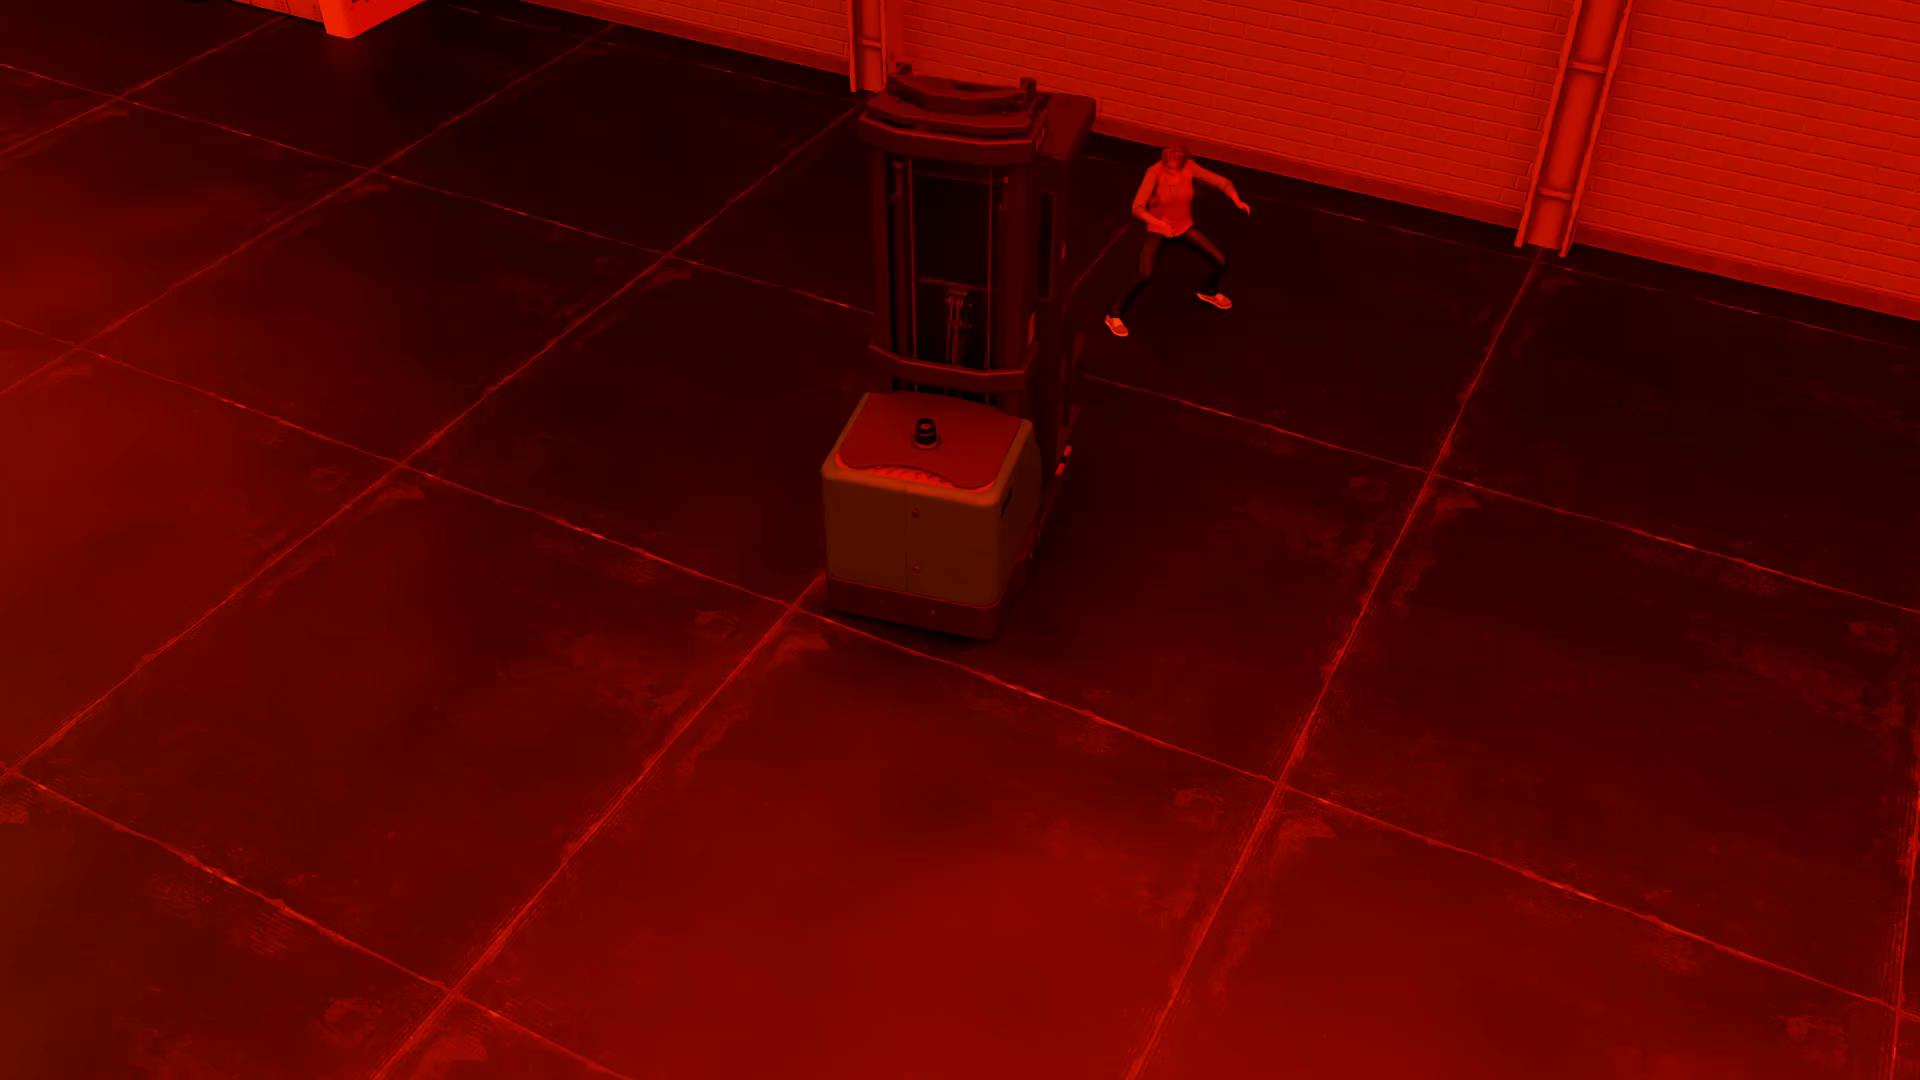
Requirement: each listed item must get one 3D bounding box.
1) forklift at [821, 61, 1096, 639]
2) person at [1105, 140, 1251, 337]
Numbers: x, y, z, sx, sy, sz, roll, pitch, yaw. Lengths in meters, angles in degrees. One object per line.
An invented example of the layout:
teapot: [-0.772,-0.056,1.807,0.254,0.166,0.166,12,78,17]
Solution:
forklift: [0.125,-1.514,9.784,1.130,2.935,3.031,11,41,12]
person: [1.536,-2.149,11.739,0.965,1.380,0.649,-4,40,-5]
